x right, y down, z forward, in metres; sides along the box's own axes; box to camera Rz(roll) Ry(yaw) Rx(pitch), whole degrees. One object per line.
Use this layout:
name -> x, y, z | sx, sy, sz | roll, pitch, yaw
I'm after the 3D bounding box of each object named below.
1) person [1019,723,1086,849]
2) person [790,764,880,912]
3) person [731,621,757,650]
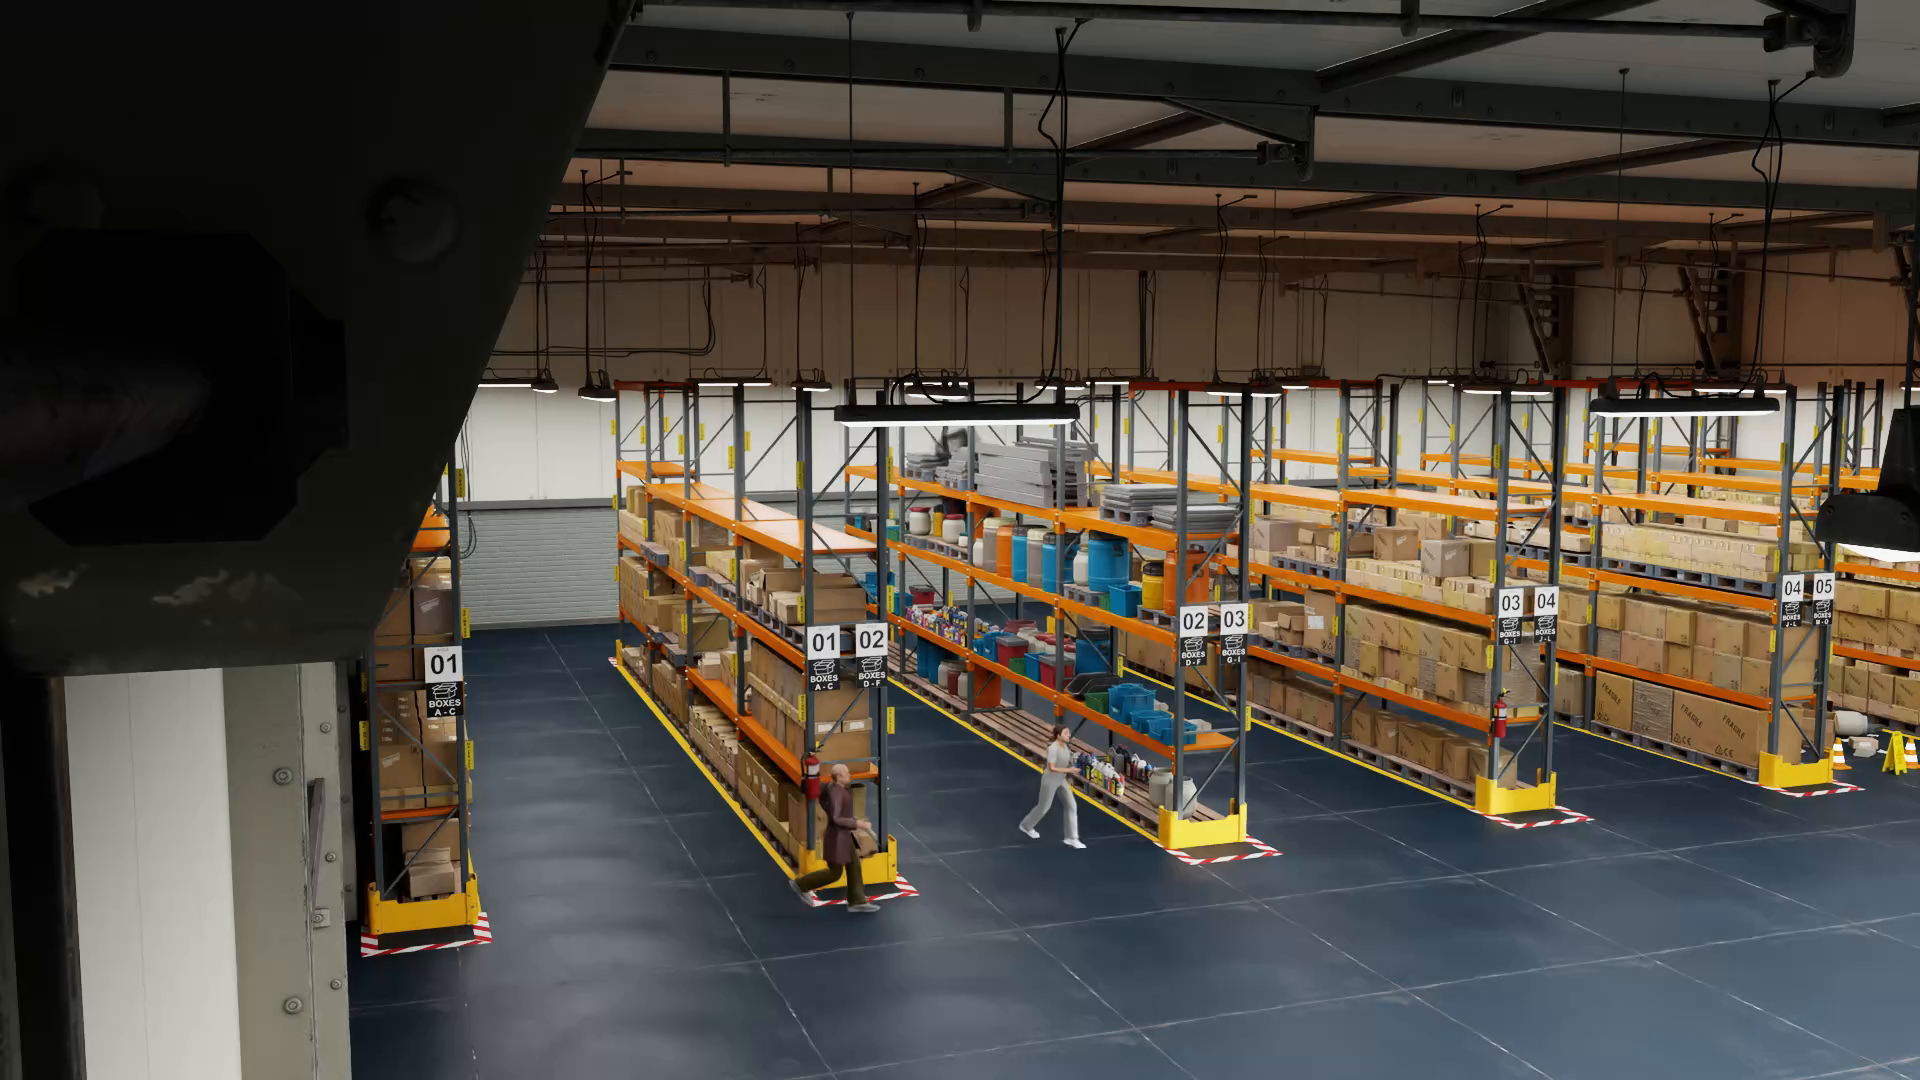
person -> 1.205, 3.204, 21.853 | 0.962, 1.654, 0.576 | 4, 7, 34
person -> -1.441, 3.436, 19.107 | 1.033, 1.758, 0.715 | 0, 6, 2
person -> -4.198, 2.047, 32.723 | 0.679, 1.675, 0.788 | -4, 7, -31
